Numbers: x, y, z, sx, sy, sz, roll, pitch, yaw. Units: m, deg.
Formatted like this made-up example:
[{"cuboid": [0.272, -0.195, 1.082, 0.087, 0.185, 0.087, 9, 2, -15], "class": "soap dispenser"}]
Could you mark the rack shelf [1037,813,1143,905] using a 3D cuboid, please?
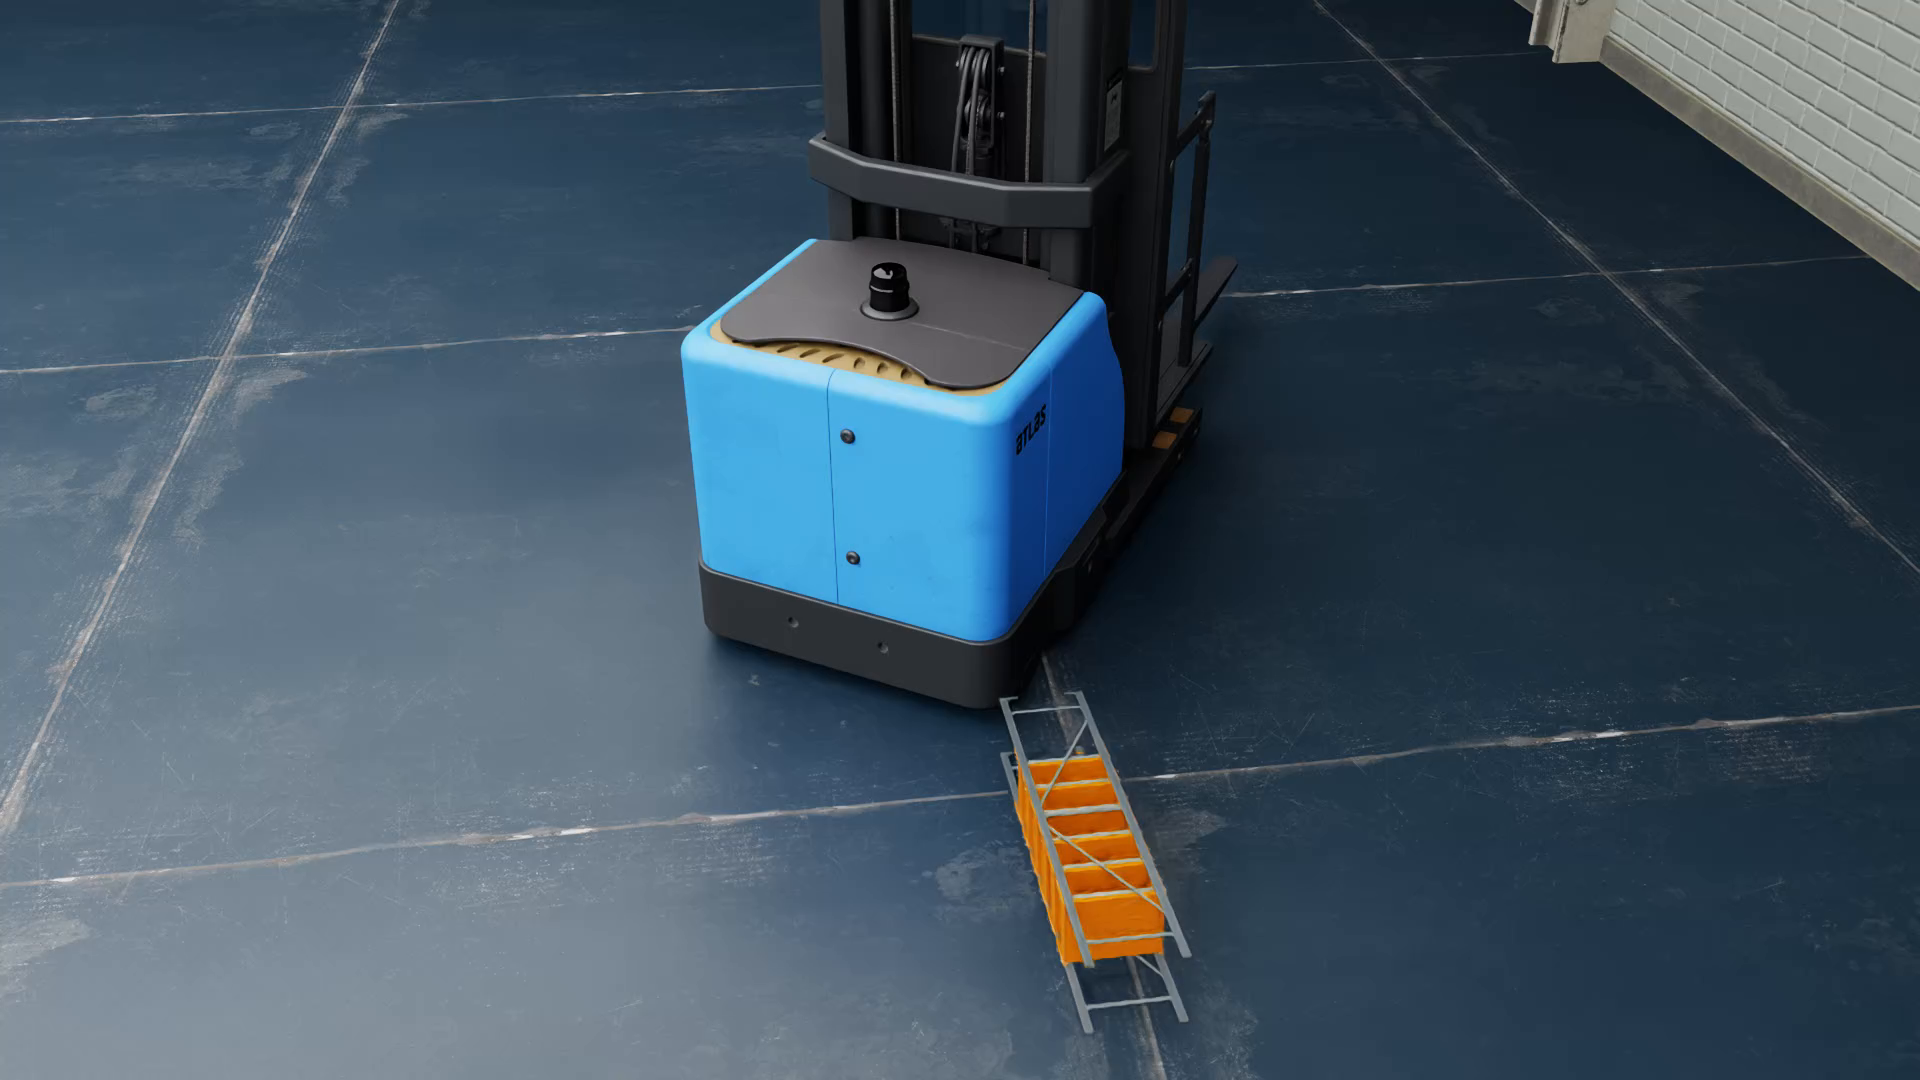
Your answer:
[{"cuboid": [0.326, 0.803, 4.191, 0.258, 0.180, 0.103, -5, 25, -7], "class": "rack shelf"}]

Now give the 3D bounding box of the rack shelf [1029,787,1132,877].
[{"cuboid": [0.309, 0.754, 4.300, 0.258, 0.180, 0.103, -5, 25, -7], "class": "rack shelf"}]

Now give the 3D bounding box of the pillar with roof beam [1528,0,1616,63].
[{"cuboid": [-0.584, -6.362, 7.095, 9.100, 9.000, 0.400, -4, 35, -6], "class": "pillar with roof beam"}]

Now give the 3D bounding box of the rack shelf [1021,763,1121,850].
[{"cuboid": [0.293, 0.705, 4.408, 0.258, 0.180, 0.103, -5, 25, -7], "class": "rack shelf"}]

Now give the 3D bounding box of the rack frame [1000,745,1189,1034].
[{"cuboid": [0.318, 0.855, 4.297, 0.240, 0.006, 1.200, -5, 25, -7], "class": "rack frame"}]

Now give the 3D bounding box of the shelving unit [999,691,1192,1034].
[{"cuboid": [0.316, 0.772, 4.260, 0.258, 0.189, 1.200, -5, 25, -7], "class": "shelving unit"}]

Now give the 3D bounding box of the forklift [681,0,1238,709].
[{"cuboid": [0.258, -1.533, 5.397, 1.130, 2.935, 3.031, 14, 37, 20], "class": "forklift"}]

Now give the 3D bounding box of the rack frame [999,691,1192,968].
[{"cuboid": [0.313, 0.689, 4.222, 0.240, 0.006, 1.200, -5, 25, -7], "class": "rack frame"}]

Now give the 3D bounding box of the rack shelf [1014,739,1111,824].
[{"cuboid": [0.277, 0.656, 4.516, 0.258, 0.180, 0.103, -5, 25, -7], "class": "rack shelf"}]

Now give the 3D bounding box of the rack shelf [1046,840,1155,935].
[{"cuboid": [0.342, 0.852, 4.083, 0.258, 0.180, 0.103, -5, 25, -7], "class": "rack shelf"}]

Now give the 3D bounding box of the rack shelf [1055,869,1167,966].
[{"cuboid": [0.359, 0.901, 3.975, 0.258, 0.180, 0.103, -5, 25, -7], "class": "rack shelf"}]
